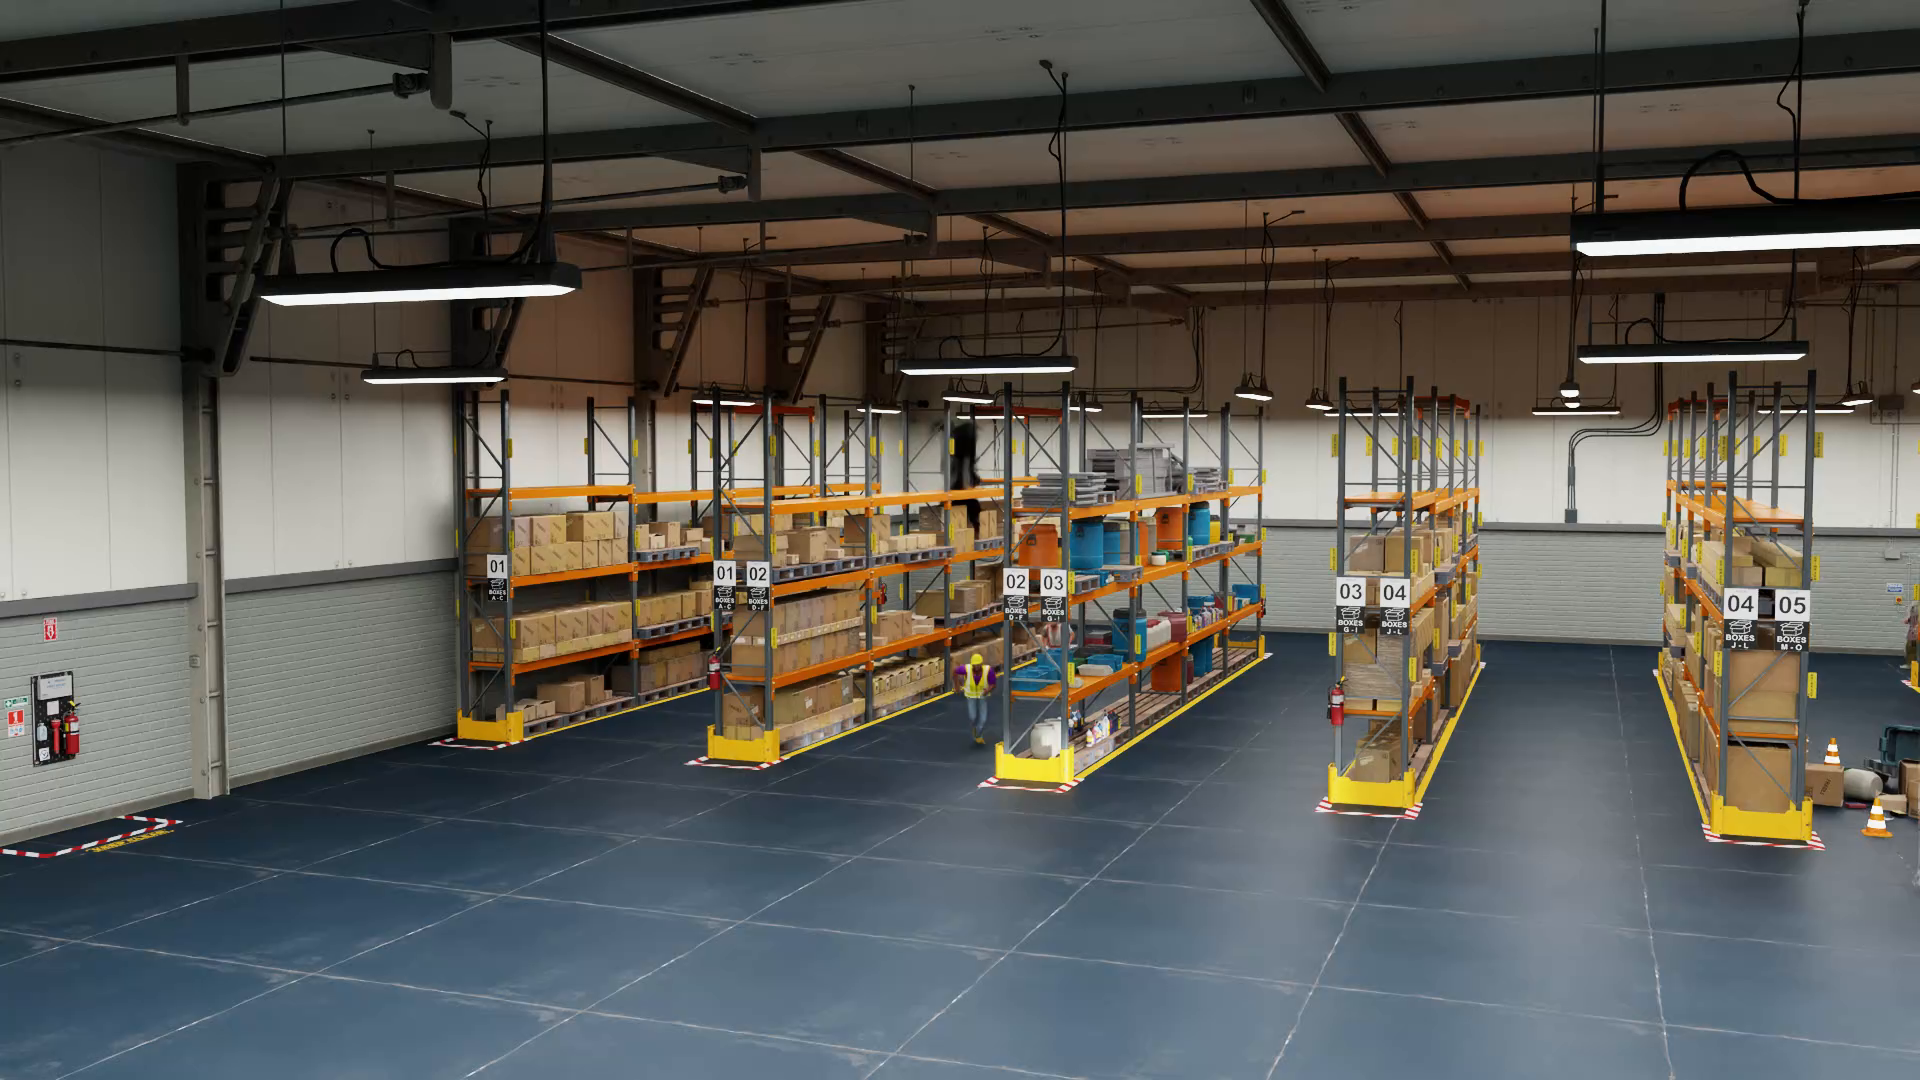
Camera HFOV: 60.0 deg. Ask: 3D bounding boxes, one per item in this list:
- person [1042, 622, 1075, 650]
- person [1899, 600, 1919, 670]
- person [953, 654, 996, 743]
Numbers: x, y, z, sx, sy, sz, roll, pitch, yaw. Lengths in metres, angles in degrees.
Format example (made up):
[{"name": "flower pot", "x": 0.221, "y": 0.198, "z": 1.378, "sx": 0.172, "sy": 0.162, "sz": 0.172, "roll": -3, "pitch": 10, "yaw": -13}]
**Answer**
[{"name": "person", "x": 2.008, "y": 2.311, "z": 33.693, "sx": 0.677, "sy": 1.730, "sz": 1.021, "roll": 1, "pitch": 3, "yaw": 17}, {"name": "person", "x": 21.676, "y": 2.065, "z": 37.562, "sx": 0.837, "sy": 1.737, "sz": 0.719, "roll": 0, "pitch": 3, "yaw": 6}, {"name": "person", "x": 0.243, "y": 2.672, "z": 27.989, "sx": 0.735, "sy": 1.577, "sz": 0.830, "roll": 0, "pitch": 3, "yaw": 1}]
